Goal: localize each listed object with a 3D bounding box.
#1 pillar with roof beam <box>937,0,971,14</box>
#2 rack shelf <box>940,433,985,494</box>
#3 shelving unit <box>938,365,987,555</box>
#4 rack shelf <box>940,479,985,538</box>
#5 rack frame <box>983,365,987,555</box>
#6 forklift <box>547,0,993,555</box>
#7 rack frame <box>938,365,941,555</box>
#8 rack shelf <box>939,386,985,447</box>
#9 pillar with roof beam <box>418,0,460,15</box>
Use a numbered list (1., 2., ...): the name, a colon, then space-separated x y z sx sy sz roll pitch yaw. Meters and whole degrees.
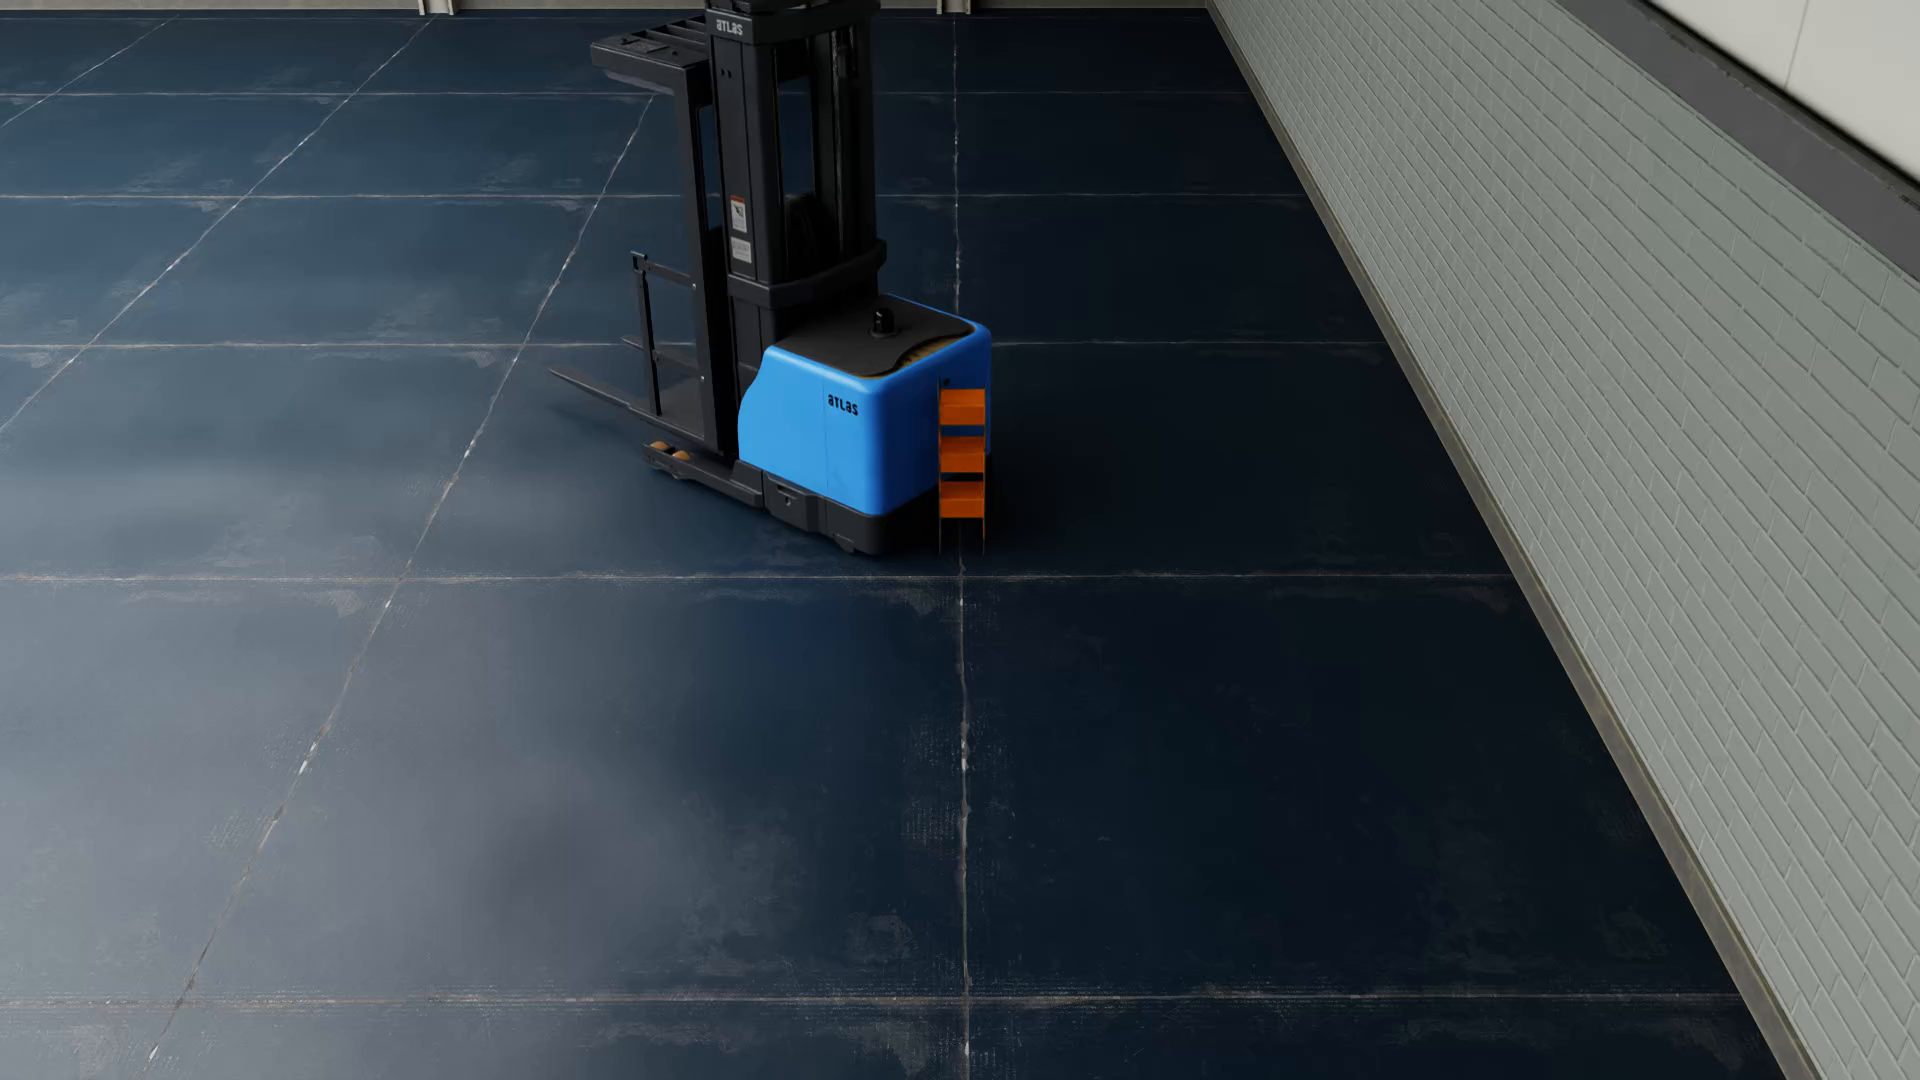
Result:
1. pillar with roof beam: -0.044 -7.806 13.440 0.400 9.000 9.100 0 31 0
2. rack shelf: 0.012 -0.410 8.934 0.240 0.259 0.215 0 31 0
3. shelving unit: 0.012 -0.419 8.929 0.252 1.050 0.215 0 31 0
4. rack shelf: 0.012 -0.173 9.079 0.240 0.259 0.215 0 31 0
5. rack frame: 0.134 -0.419 8.928 0.008 1.050 0.200 0 31 0
6. forklift: -1.269 -1.798 9.388 3.031 2.935 1.130 23 38 33
7. rack frame: -0.110 -0.420 8.929 0.008 1.050 0.200 0 31 0
8. rack shelf: 0.012 -0.653 8.787 0.240 0.259 0.215 0 31 0
9. pillar with roof beam: -6.043 -7.787 13.409 0.400 9.000 9.100 0 31 0
